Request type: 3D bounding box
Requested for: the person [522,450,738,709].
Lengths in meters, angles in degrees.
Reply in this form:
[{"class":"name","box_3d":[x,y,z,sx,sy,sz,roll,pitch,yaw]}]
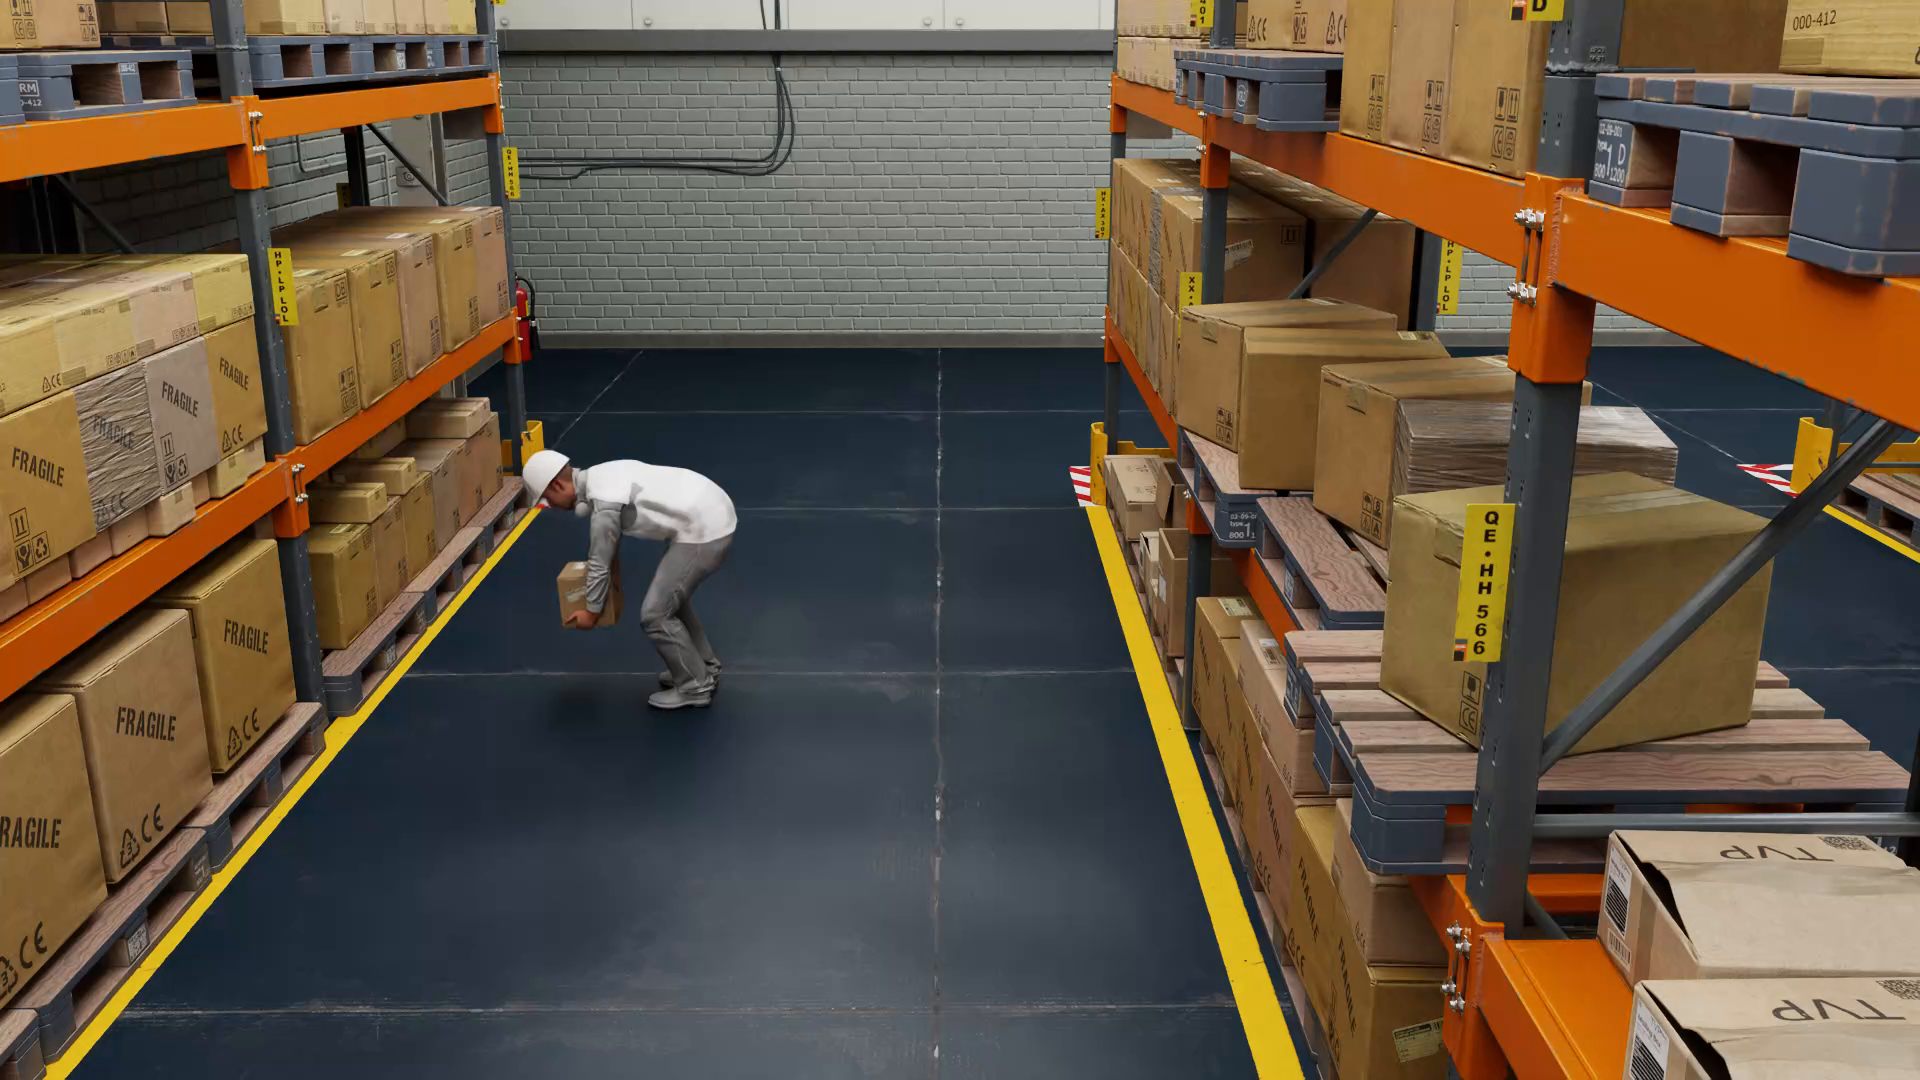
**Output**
[{"class":"person","box_3d":[-1.538,0.167,7.887,0.975,1.228,0.482,-1,17,-3]}]
